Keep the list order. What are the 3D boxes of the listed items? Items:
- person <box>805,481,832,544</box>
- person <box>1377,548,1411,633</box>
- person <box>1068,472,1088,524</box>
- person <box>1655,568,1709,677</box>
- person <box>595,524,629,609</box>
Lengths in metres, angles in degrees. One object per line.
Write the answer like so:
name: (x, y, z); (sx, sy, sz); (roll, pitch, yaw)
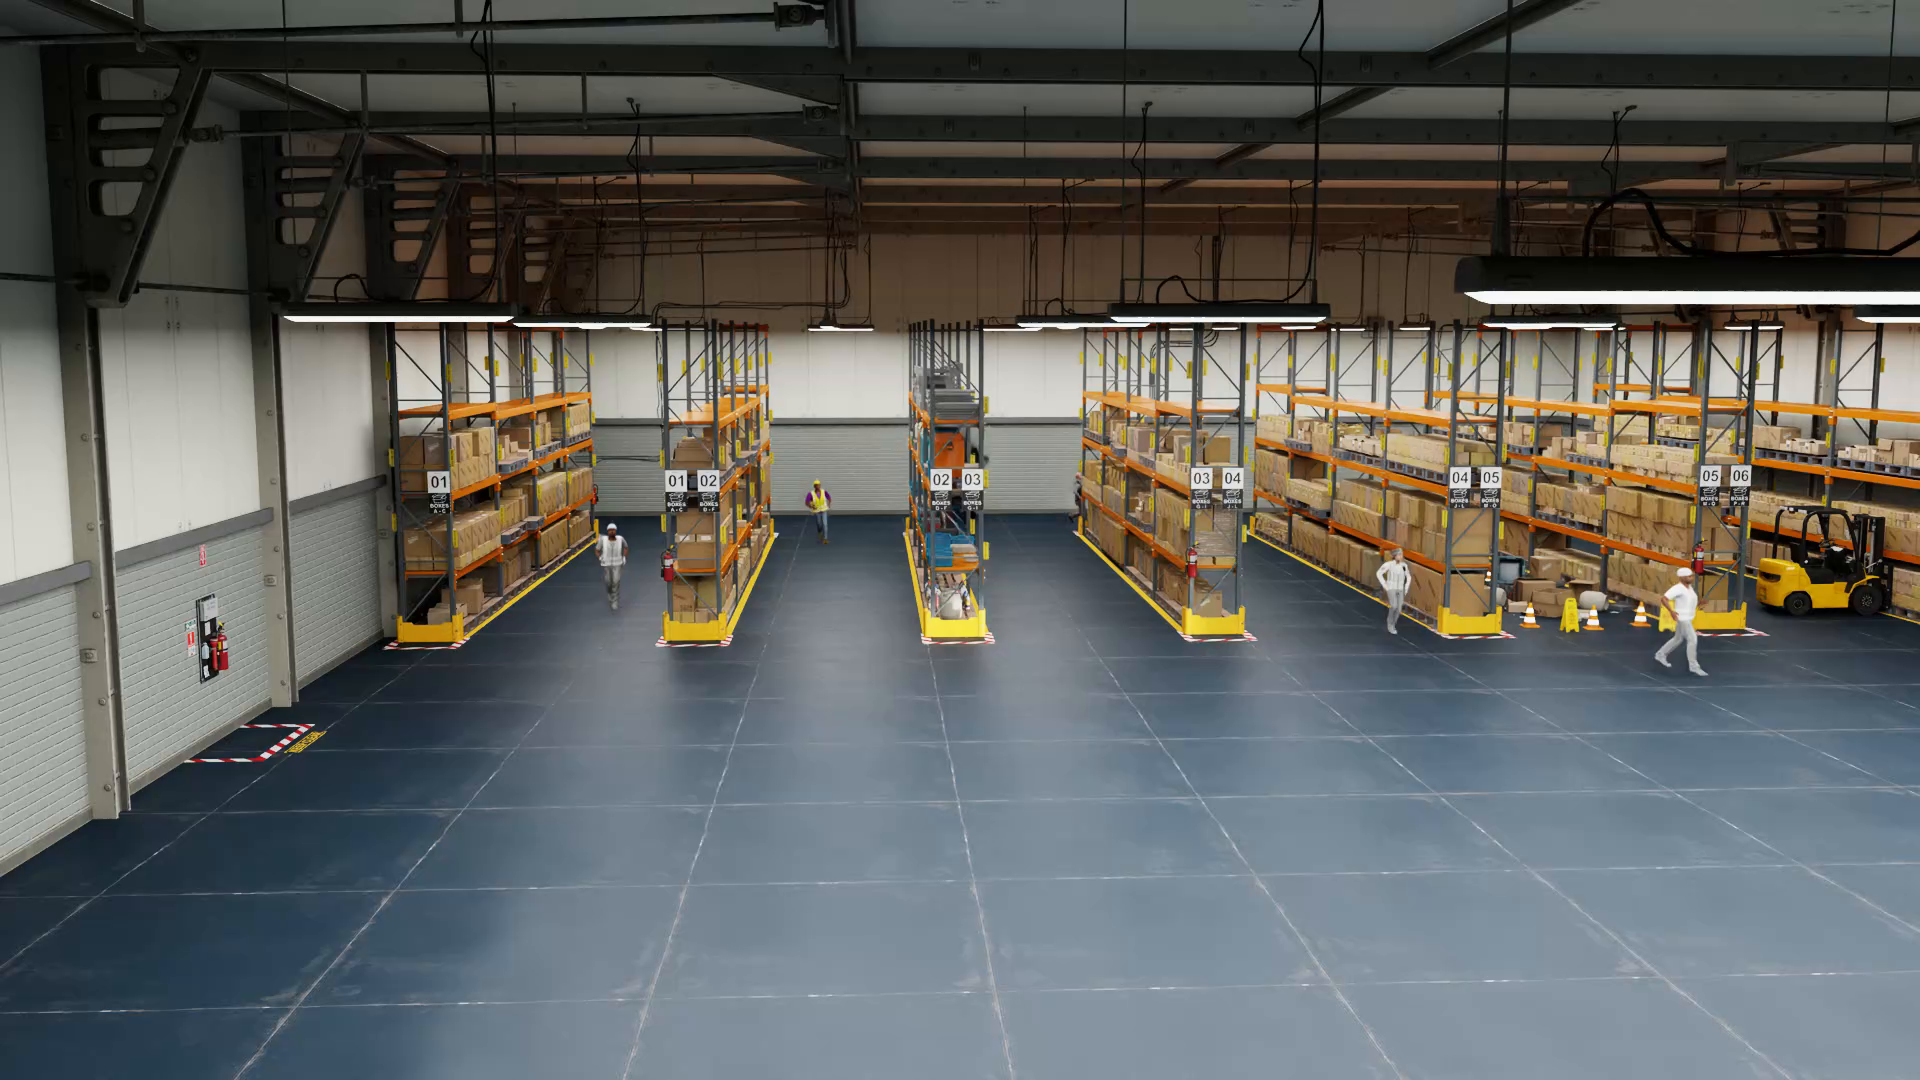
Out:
person: (-3.886, -0.784, 45.843); (0.741, 1.722, 0.798); (-2, 7, -13)
person: (8.348, 0.972, 31.843); (0.637, 1.655, 0.566); (-1, 7, -8)
person: (3.505, -1.164, 49.132); (0.704, 1.680, 0.692); (2, 7, 14)
person: (12.240, 1.359, 28.124); (0.918, 1.788, 0.687); (5, 9, 38)
person: (-7.316, 0.532, 34.967); (0.689, 1.772, 0.889); (-1, 7, -10)
